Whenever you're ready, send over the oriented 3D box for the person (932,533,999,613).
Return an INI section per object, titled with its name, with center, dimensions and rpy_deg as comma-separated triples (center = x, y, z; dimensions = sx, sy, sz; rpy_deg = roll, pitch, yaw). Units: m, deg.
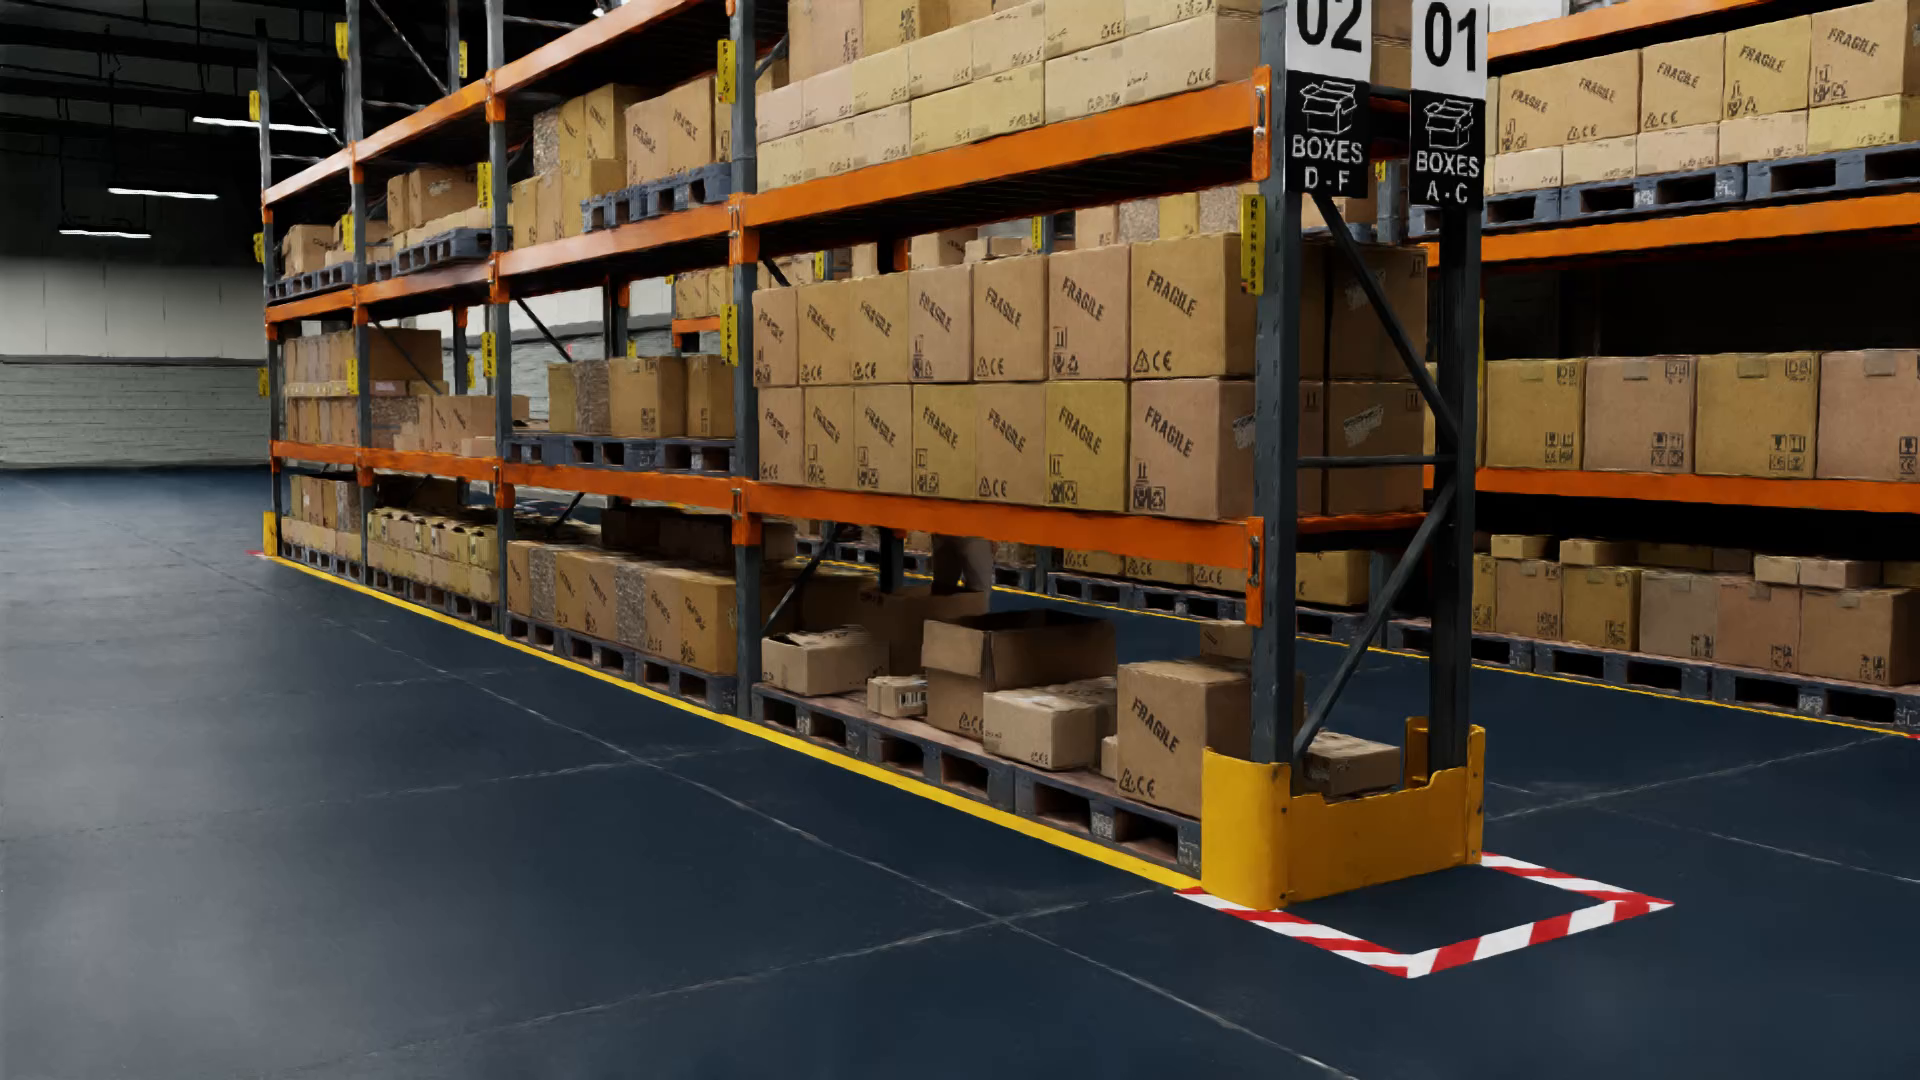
[person]
center = 0.027, -0.066, 11.103
dimensions = 0.402, 1.726, 0.559
rpy_deg = -4, 6, -41
